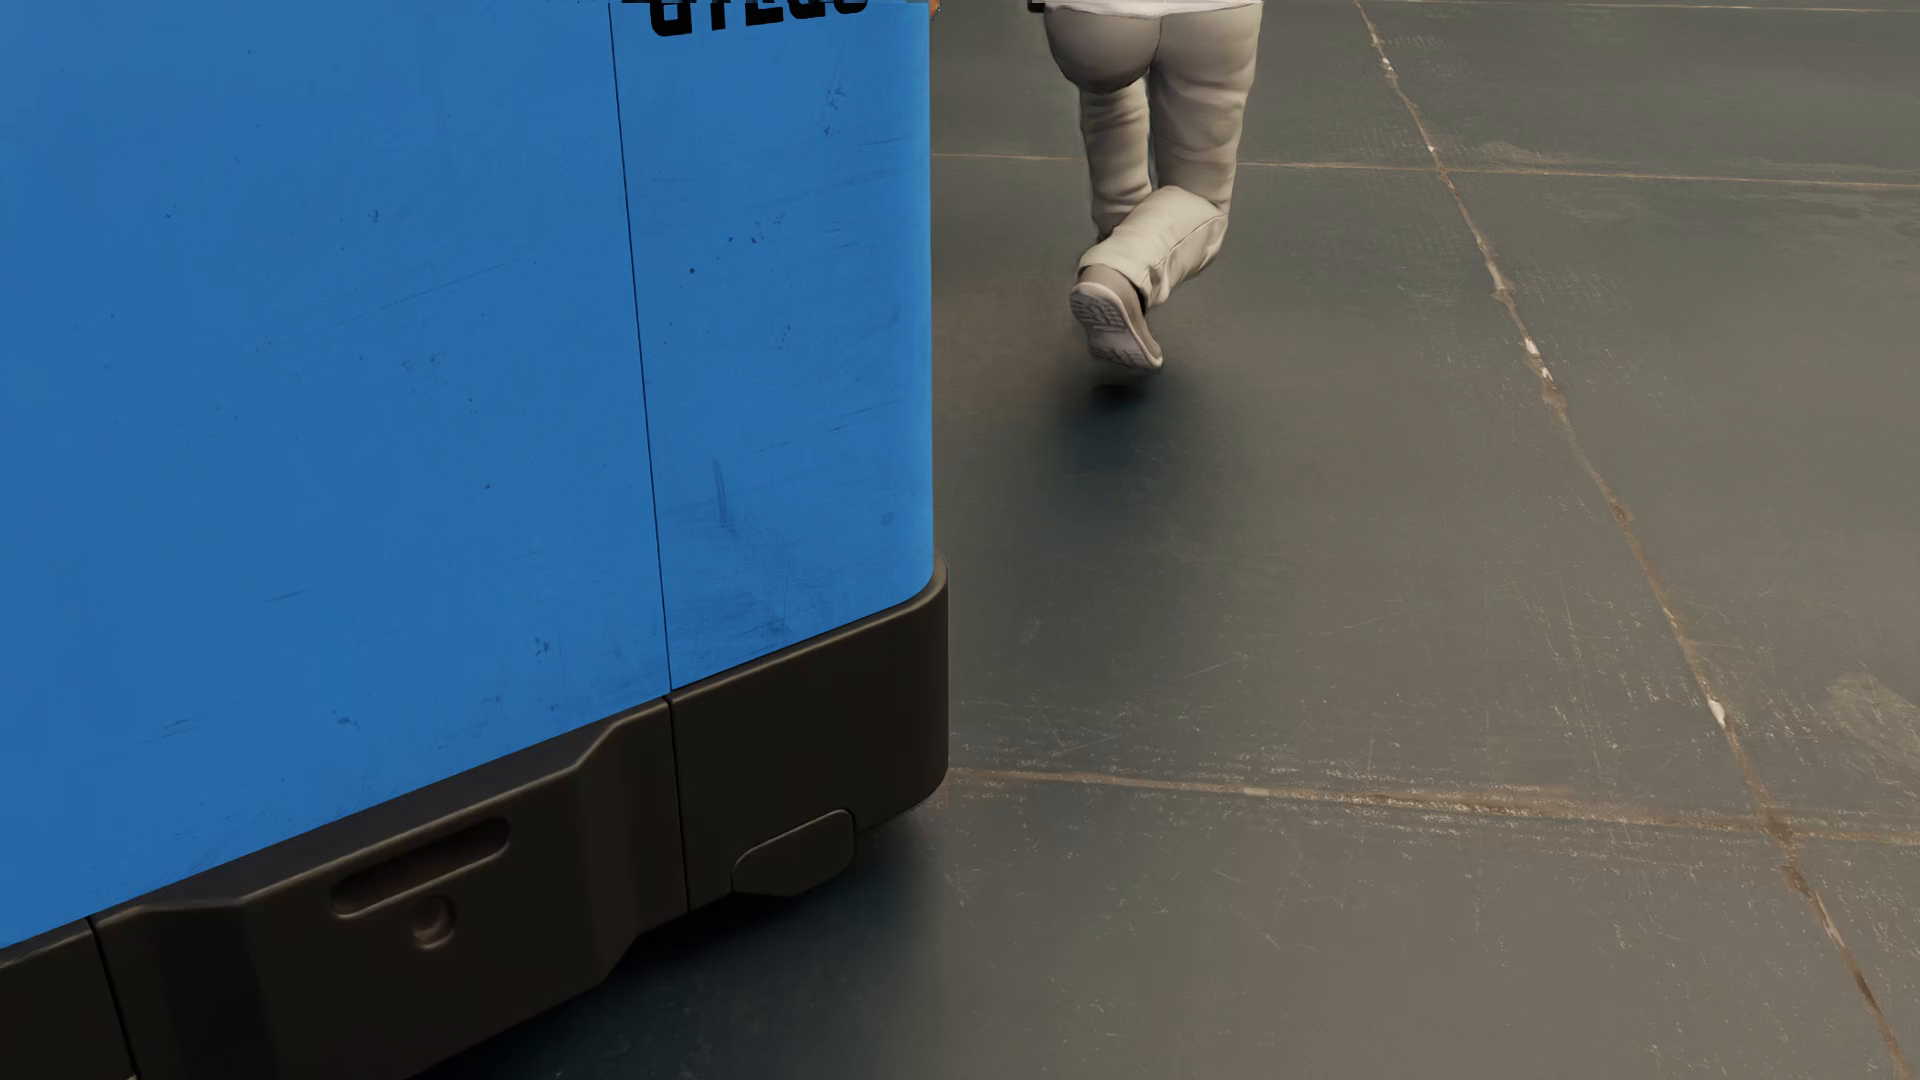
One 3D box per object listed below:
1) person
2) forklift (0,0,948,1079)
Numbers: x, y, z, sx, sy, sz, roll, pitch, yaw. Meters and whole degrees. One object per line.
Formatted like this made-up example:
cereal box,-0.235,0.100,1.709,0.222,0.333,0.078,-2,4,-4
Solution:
person,0.218,-1.024,3.055,0.719,1.433,0.932,-1,27,-3
forklift,-1.474,-0.746,0.712,3.031,2.935,1.130,-20,33,-35
